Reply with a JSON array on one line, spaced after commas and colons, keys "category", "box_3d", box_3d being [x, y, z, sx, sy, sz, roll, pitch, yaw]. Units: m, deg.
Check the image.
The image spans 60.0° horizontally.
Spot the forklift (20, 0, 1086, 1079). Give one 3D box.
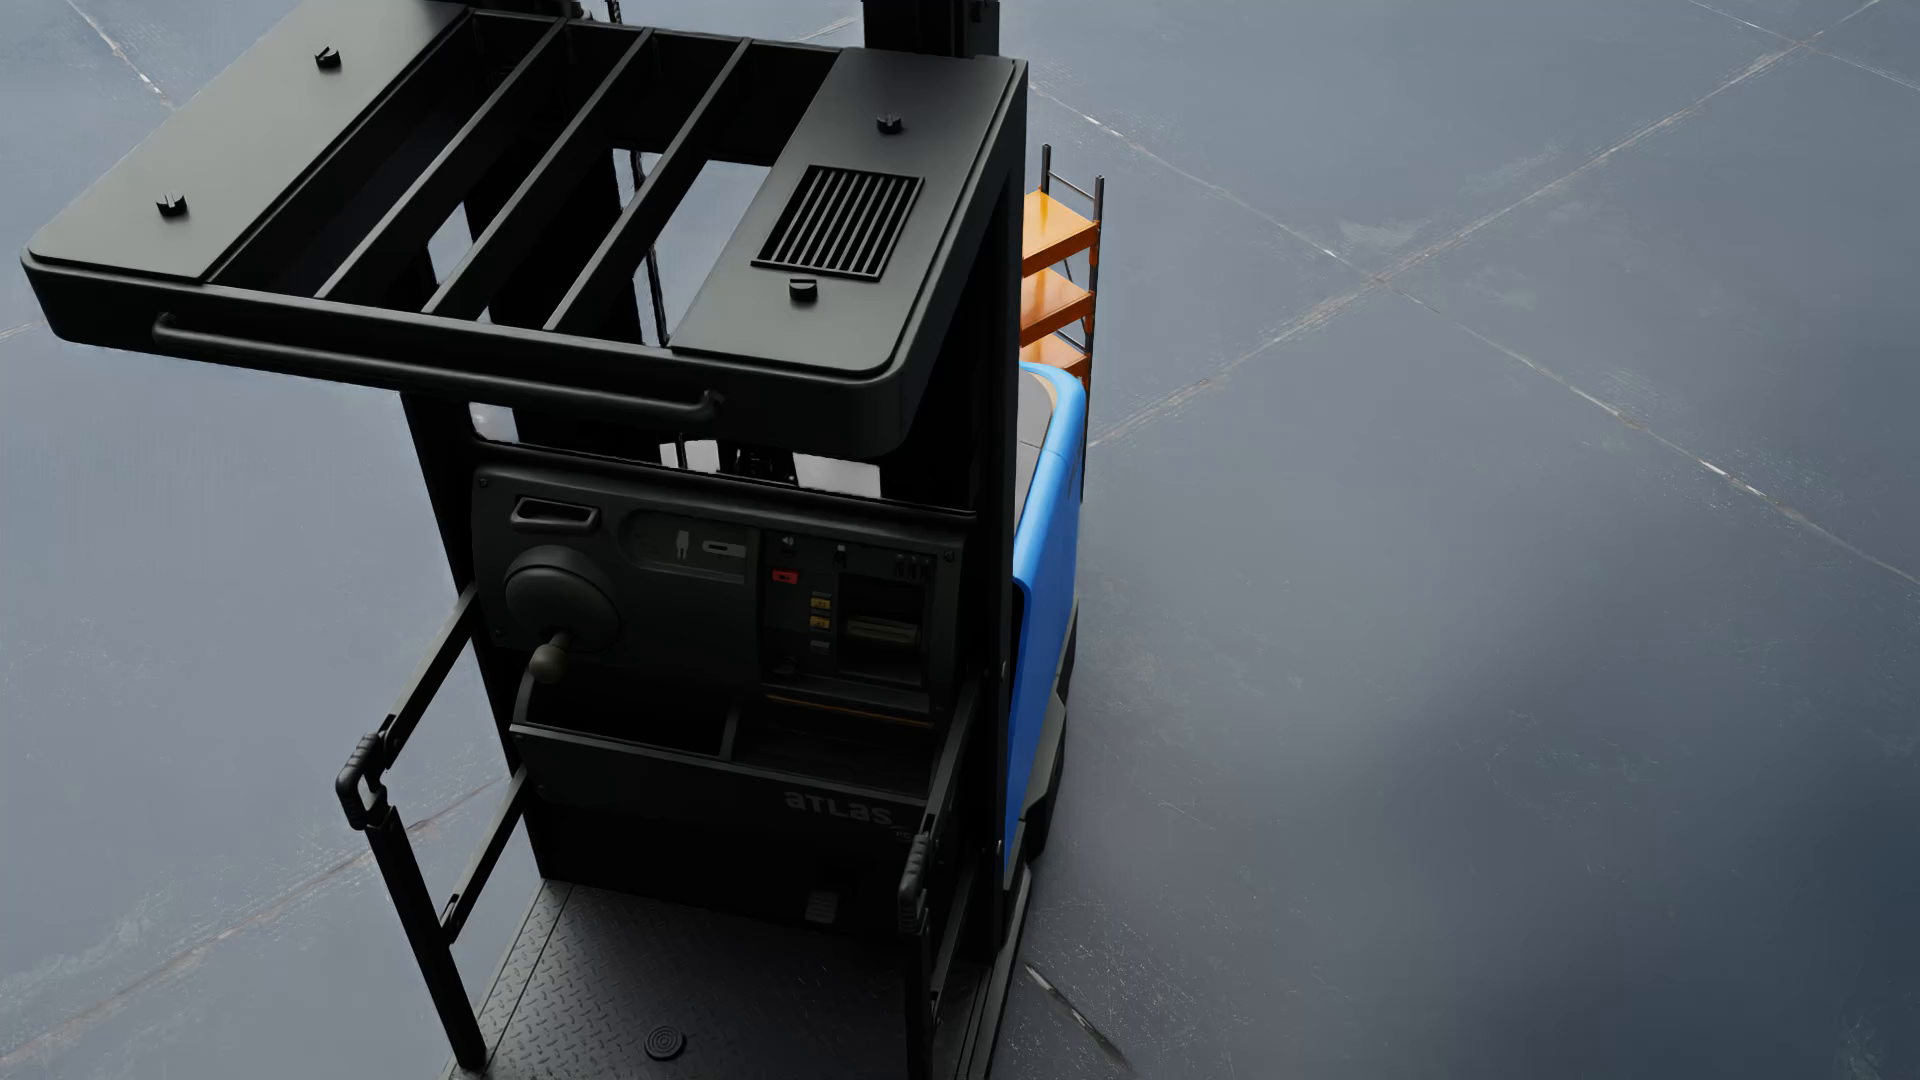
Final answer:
[{"category": "forklift", "box_3d": [-0.499, 0.197, 2.899, 1.130, 2.935, 3.031, 9, 44, 9]}]

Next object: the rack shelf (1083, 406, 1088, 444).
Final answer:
[{"category": "rack shelf", "box_3d": [0.127, -0.316, 5.099, 0.480, 0.148, 0.258, -30, 51, -28]}]

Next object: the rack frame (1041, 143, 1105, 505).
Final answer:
[{"category": "rack frame", "box_3d": [0.314, -0.617, 5.031, 0.015, 1.200, 0.240, -30, 51, -28]}]

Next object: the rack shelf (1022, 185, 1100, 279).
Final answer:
[{"category": "rack shelf", "box_3d": [0.127, -0.797, 4.648, 0.480, 0.148, 0.258, -30, 51, -28]}]

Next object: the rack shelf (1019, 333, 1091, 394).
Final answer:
[{"category": "rack shelf", "box_3d": [0.127, -0.461, 4.963, 0.480, 0.148, 0.258, -30, 51, -28]}]

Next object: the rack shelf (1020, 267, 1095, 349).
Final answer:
[{"category": "rack shelf", "box_3d": [0.127, -0.624, 4.810, 0.480, 0.148, 0.258, -30, 51, -28]}]

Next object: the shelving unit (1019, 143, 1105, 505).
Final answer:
[{"category": "shelving unit", "box_3d": [0.127, -0.510, 4.917, 0.503, 1.200, 0.258, -30, 51, -28]}]
